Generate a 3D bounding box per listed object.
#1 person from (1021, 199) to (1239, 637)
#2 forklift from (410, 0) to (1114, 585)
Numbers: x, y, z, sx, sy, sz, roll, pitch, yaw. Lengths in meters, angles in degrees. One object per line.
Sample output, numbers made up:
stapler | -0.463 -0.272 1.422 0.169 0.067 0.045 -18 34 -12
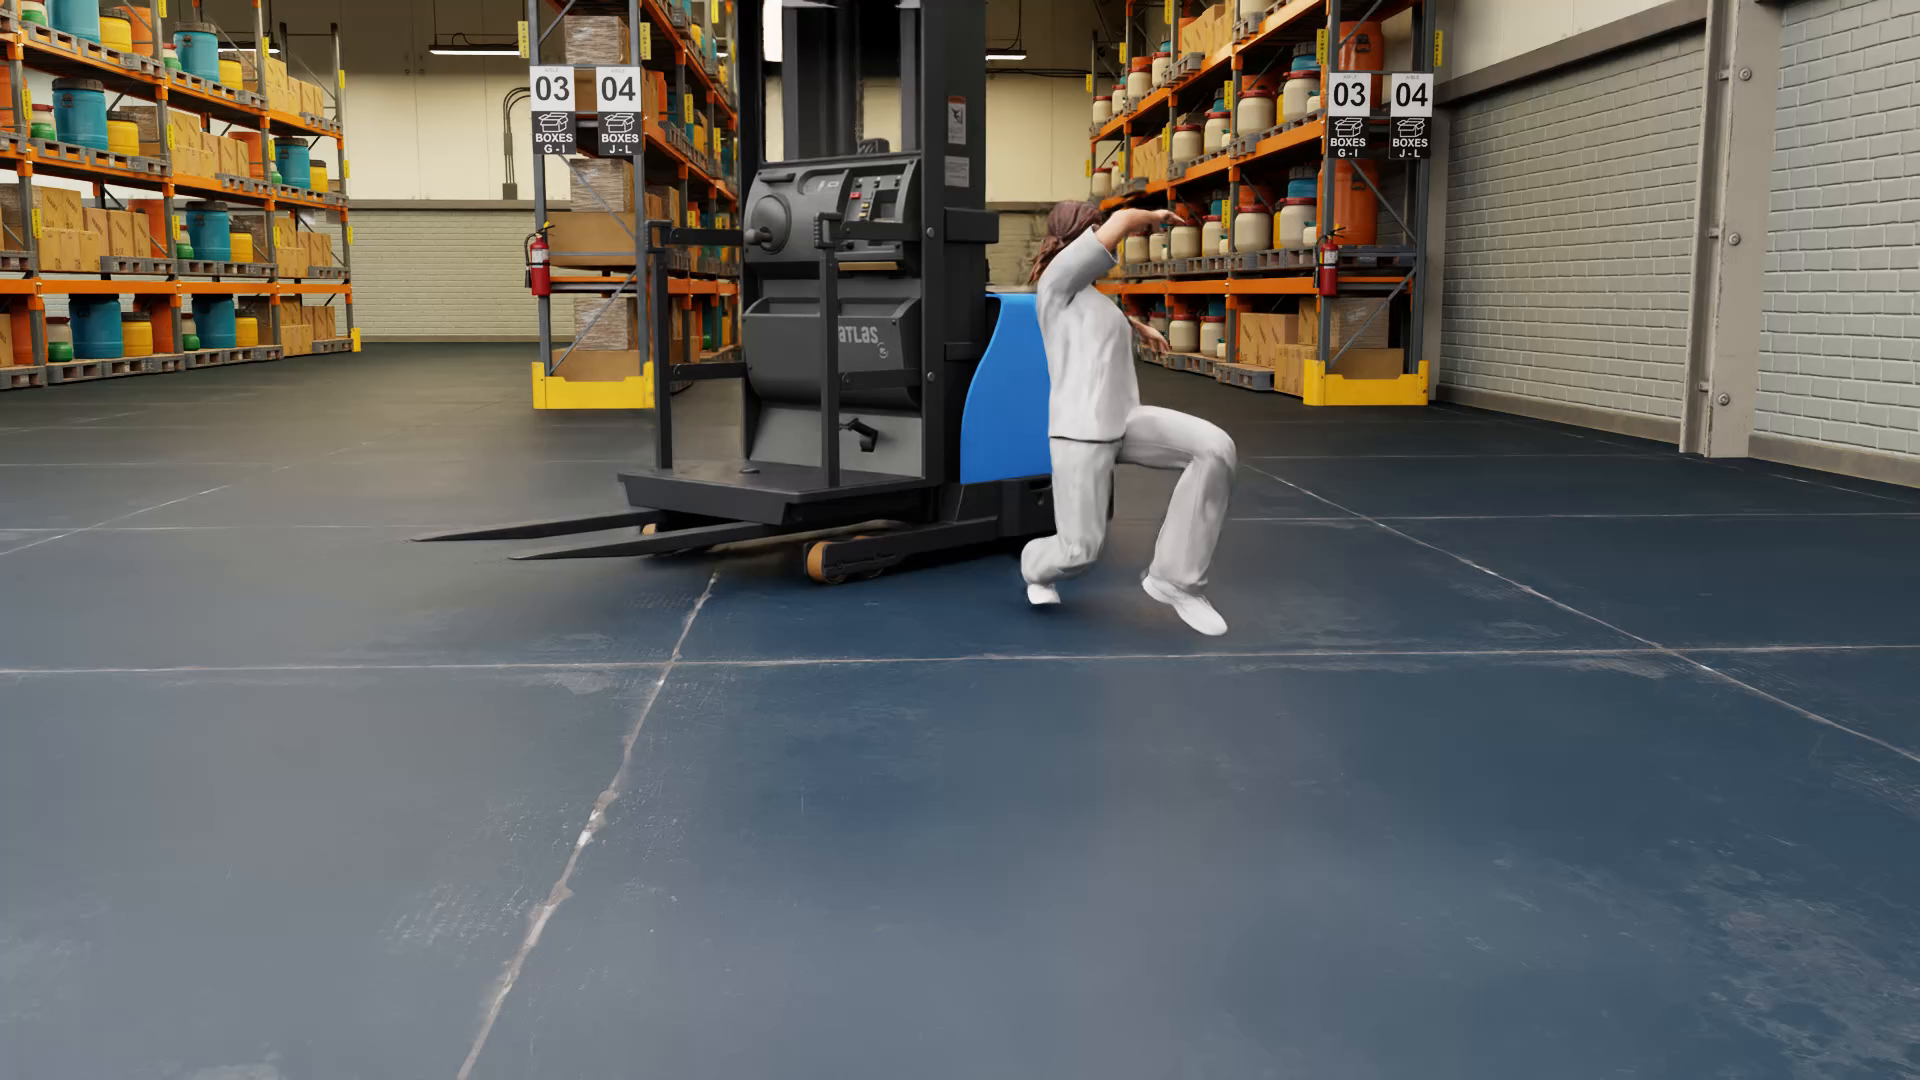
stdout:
person | 0.662 -0.441 5.588 0.905 1.380 0.933 8 12 43
forklift | -0.670 -1.367 6.535 1.130 2.935 3.031 8 11 41
